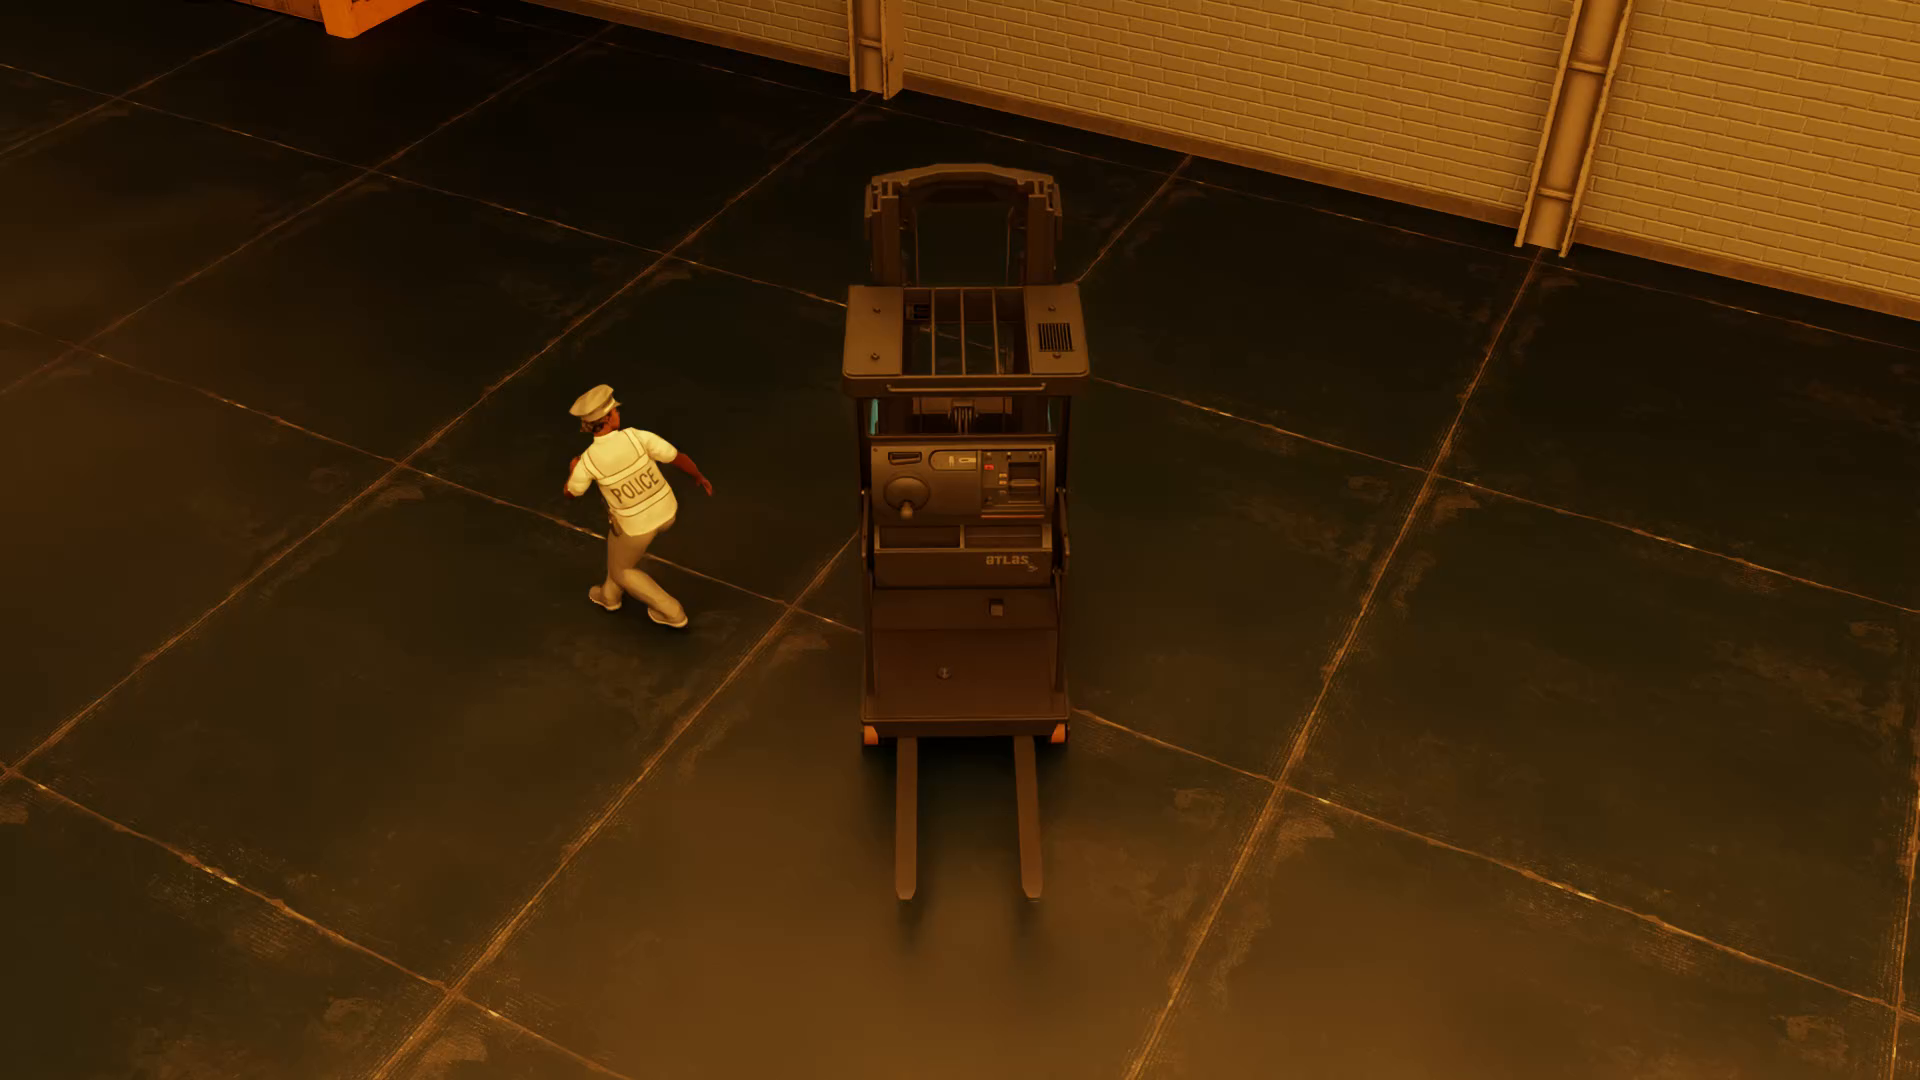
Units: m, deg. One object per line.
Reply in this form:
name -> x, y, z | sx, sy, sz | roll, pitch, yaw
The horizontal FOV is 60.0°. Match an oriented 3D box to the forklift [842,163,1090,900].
forklift -> 0.021, -0.223, 8.252 | 1.130, 2.935, 3.031 | -1, 40, -1

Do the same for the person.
person -> -1.840, -0.235, 9.364 | 0.794, 1.562, 0.725 | 31, 49, 31
